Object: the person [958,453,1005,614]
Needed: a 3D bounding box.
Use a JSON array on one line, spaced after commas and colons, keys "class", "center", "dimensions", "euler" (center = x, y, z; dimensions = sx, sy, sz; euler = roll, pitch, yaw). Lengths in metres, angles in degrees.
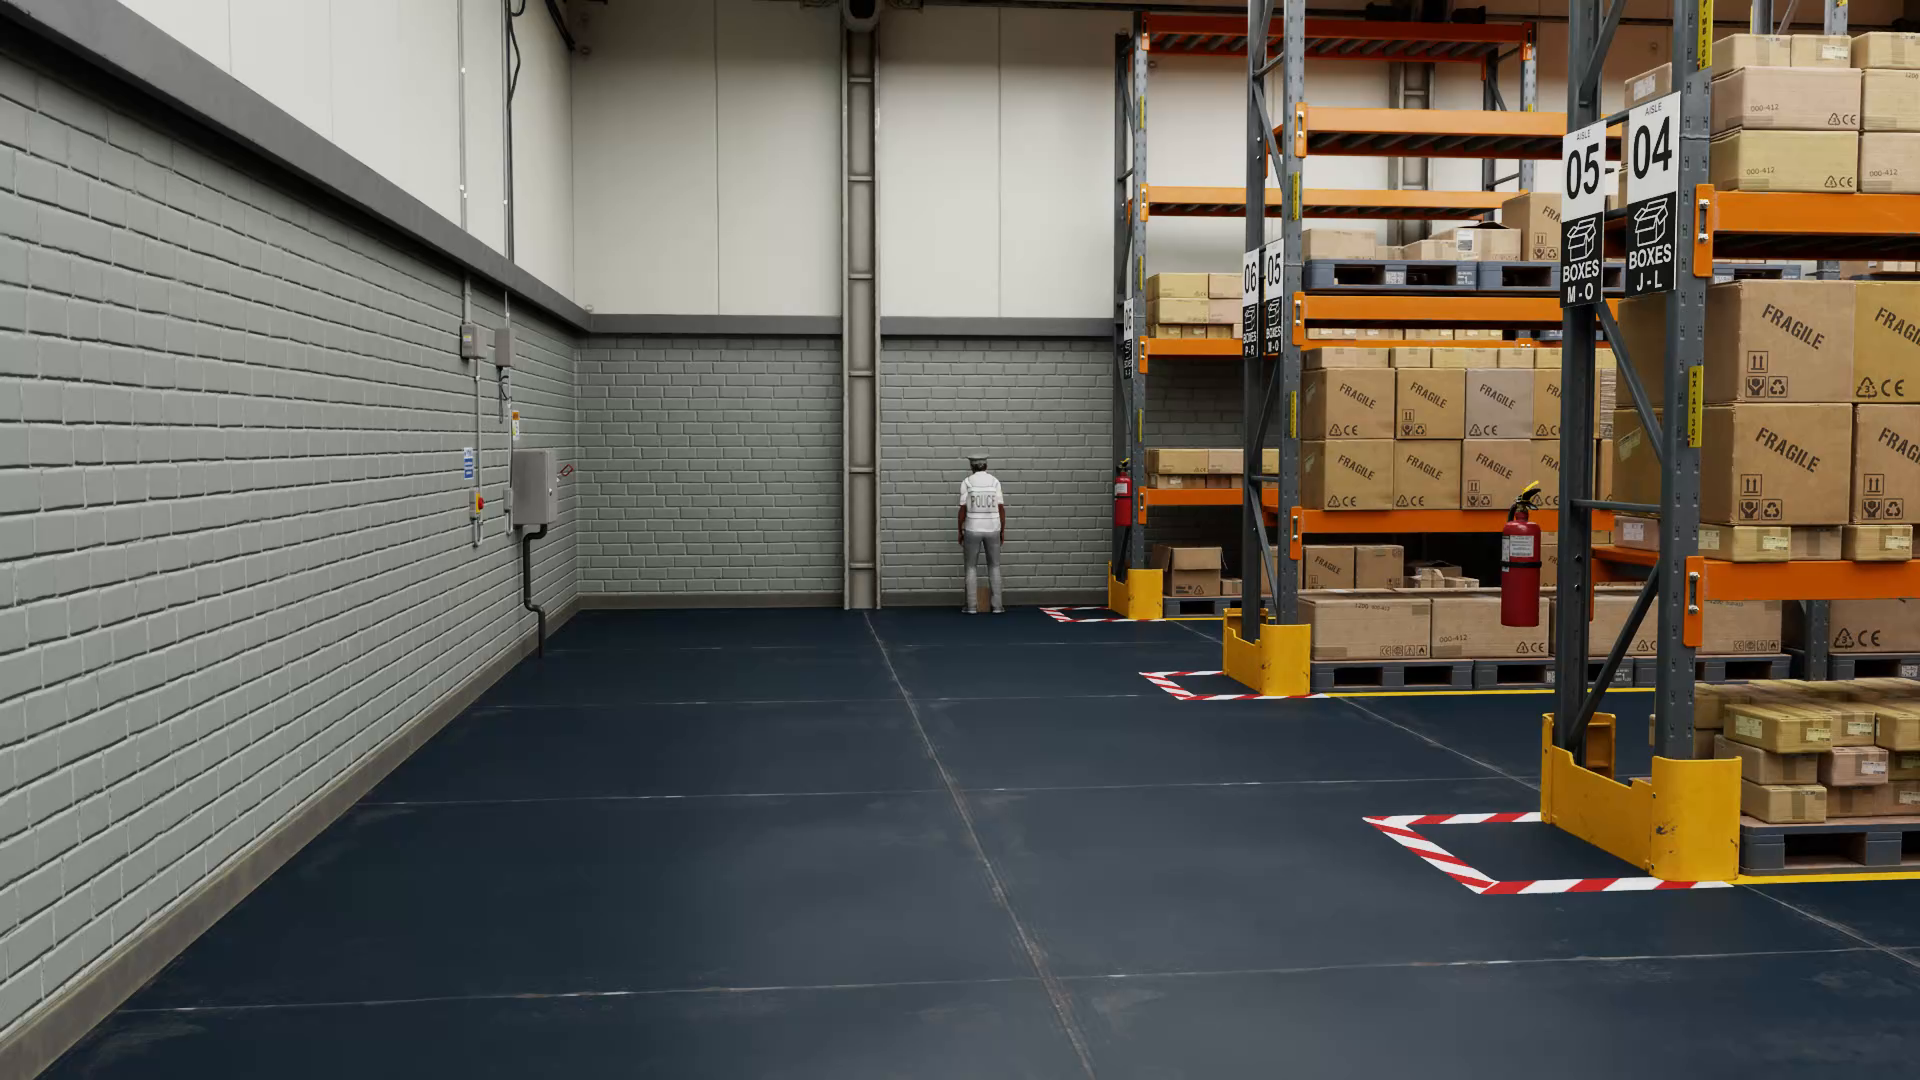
[{"class": "person", "center": [0.226, -0.066, 17.149], "dimensions": [0.507, 1.657, 0.393], "euler": [-1, 4, -8]}]
